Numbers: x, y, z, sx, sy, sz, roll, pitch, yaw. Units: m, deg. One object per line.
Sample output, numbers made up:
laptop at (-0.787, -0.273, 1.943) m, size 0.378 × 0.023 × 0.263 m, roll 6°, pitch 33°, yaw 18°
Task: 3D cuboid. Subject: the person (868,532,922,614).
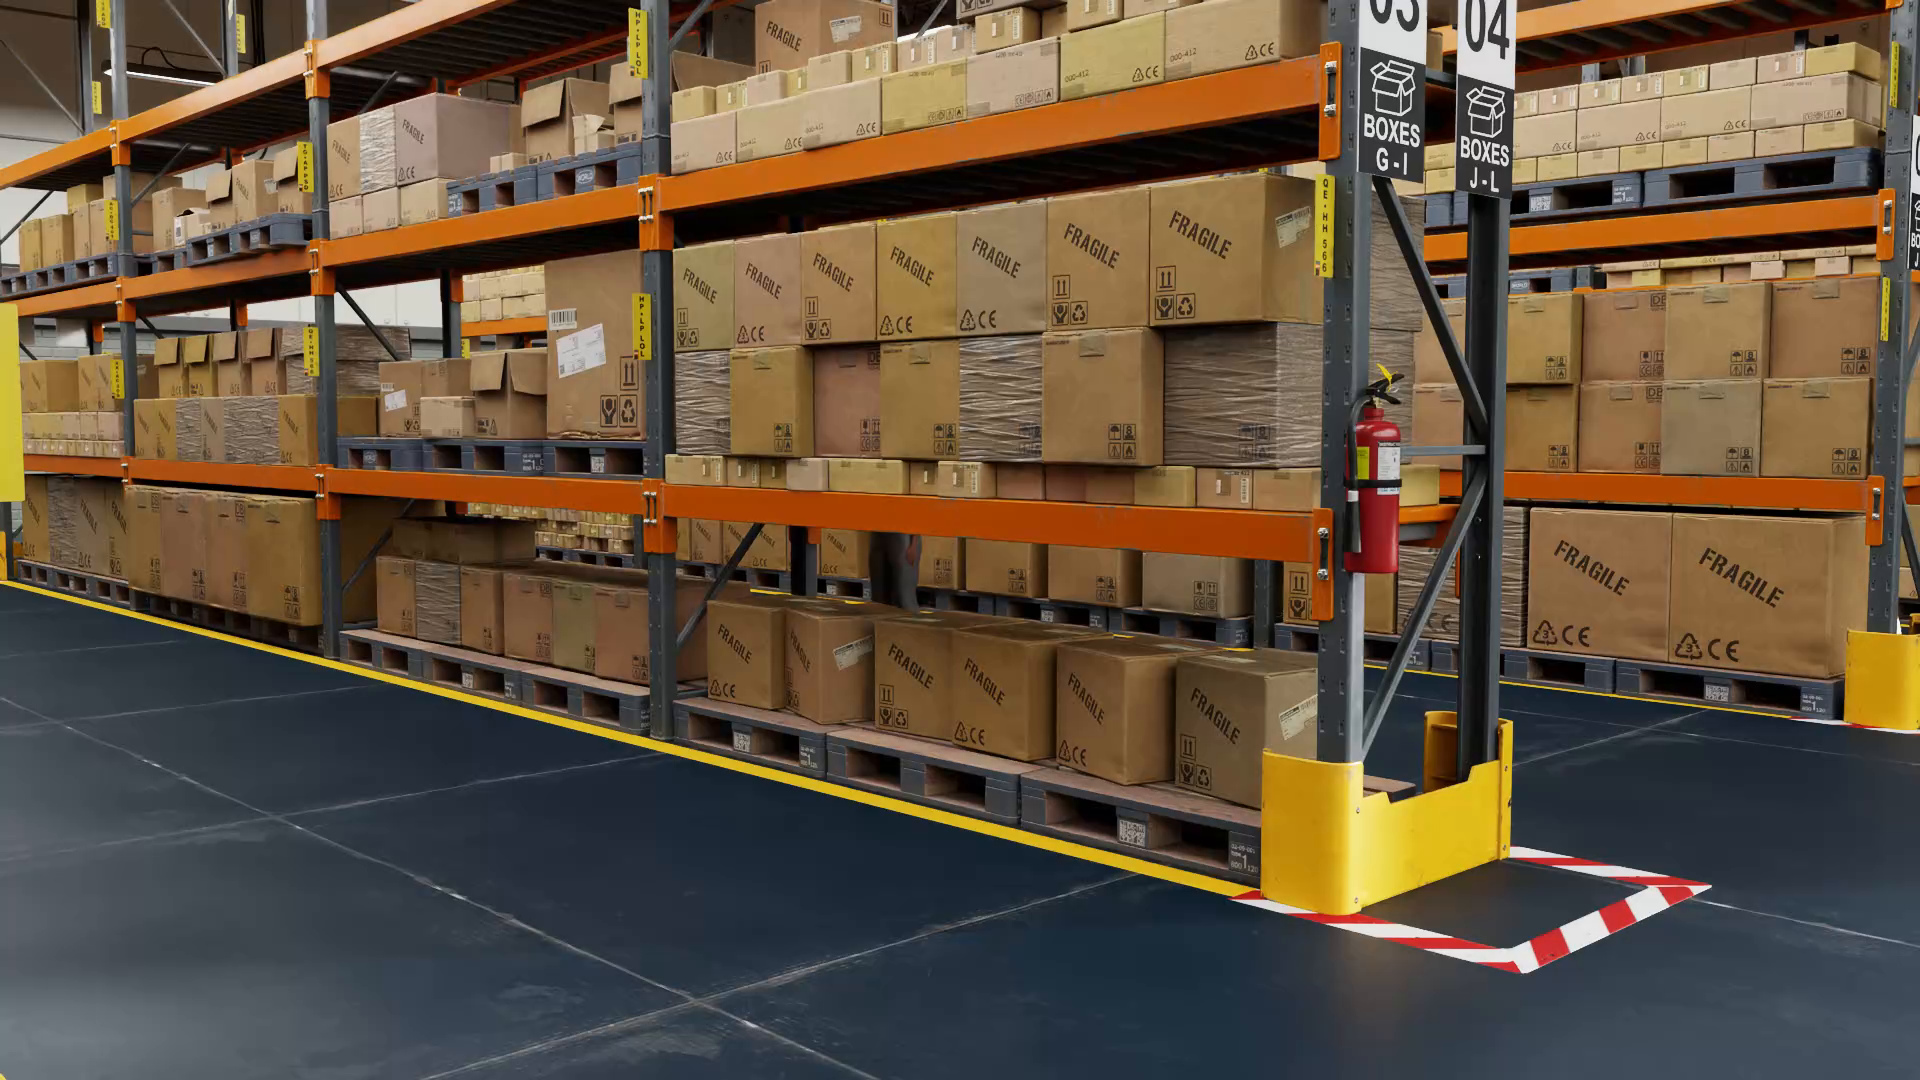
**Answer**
person at (-0.416, 0.029, 10.668) m, size 0.312 × 1.659 × 0.436 m, roll -4°, pitch 5°, yaw -42°
